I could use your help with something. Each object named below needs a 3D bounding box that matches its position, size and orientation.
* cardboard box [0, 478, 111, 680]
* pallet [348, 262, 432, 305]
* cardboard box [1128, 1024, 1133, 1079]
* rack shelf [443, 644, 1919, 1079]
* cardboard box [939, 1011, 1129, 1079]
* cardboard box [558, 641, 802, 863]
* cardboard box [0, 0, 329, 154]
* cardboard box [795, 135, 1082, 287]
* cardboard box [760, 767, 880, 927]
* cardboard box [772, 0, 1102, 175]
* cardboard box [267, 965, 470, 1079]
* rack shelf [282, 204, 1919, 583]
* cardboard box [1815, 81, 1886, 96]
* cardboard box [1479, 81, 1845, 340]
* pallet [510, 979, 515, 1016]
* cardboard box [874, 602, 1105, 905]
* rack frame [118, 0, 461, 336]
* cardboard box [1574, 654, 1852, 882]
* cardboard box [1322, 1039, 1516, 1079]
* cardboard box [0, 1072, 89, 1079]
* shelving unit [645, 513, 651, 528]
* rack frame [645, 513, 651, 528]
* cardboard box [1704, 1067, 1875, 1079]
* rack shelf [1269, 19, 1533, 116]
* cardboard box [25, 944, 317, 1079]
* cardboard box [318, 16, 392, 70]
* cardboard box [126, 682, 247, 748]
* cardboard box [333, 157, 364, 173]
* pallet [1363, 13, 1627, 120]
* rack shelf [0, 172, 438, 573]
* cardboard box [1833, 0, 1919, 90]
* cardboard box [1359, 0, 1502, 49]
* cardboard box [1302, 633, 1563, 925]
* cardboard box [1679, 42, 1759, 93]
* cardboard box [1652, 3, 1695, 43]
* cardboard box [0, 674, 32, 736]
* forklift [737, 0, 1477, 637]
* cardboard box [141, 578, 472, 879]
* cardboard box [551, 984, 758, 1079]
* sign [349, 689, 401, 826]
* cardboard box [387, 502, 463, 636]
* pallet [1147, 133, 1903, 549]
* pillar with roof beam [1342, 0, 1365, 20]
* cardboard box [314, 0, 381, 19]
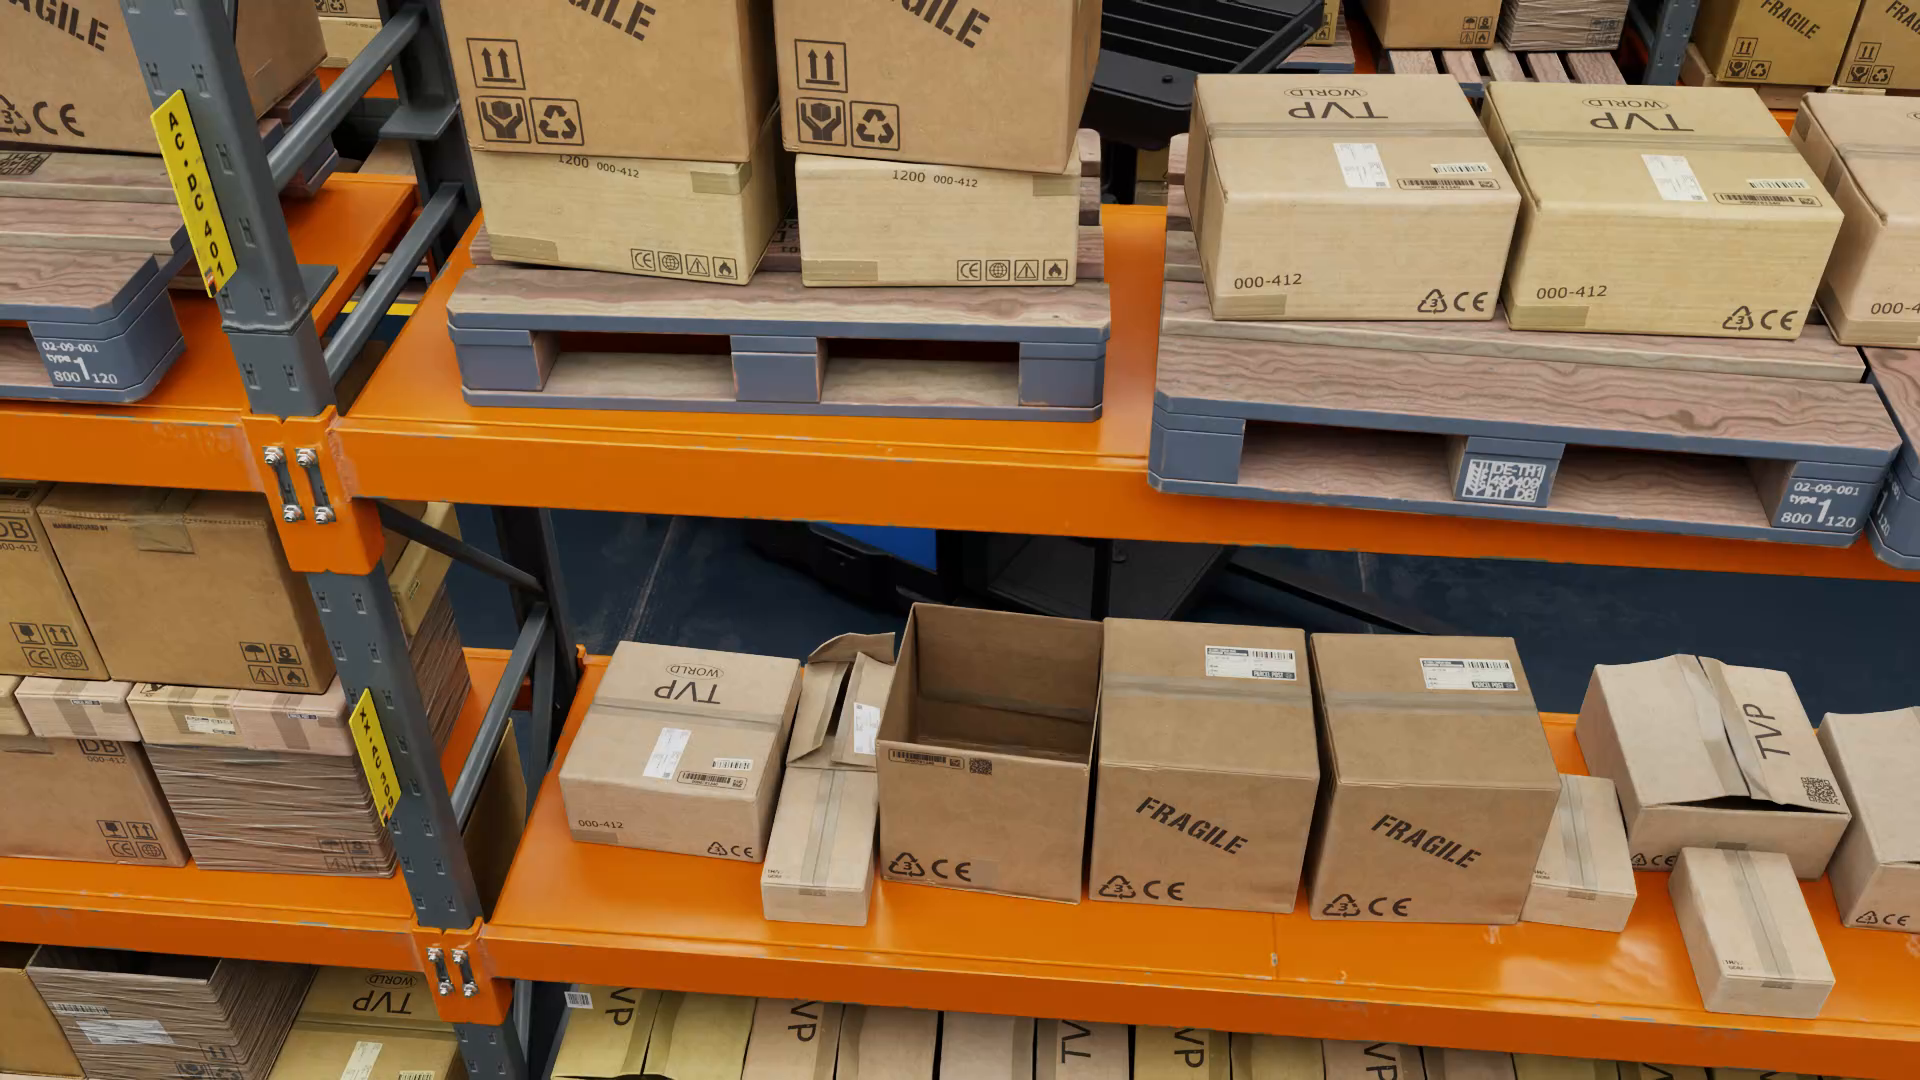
[{"bbox_3d":[-2.147,-0.104,3.895,0.500,0.500,0.700,3,39,4],"label":"cardboard box"},{"bbox_3d":[-2.668,-1.629,9.084,1.213,0.211,1.003,3,39,4],"label":"pallet"},{"bbox_3d":[0.712,1.649,4.693,0.500,0.250,0.500,4,39,5],"label":"cardboard box"},{"bbox_3d":[0.792,0.872,4.372,4.000,0.370,1.077,3,39,4],"label":"rack shelf"},{"bbox_3d":[0.203,1.408,4.546,0.500,0.311,0.500,2,39,2],"label":"cardboard box"},{"bbox_3d":[-0.707,0.542,4.327,0.500,0.250,0.500,5,39,7],"label":"cardboard box"},{"bbox_3d":[-1.680,-1.128,3.361,0.500,0.500,0.500,6,40,8],"label":"cardboard box"},{"bbox_3d":[-0.041,-0.716,3.163,0.500,0.250,0.500,0,39,-1],"label":"cardboard box"},{"bbox_3d":[-0.336,0.759,4.141,0.250,0.149,0.380,3,39,4],"label":"cardboard box"},{"bbox_3d":[-0.021,-1.000,2.918,0.500,0.500,0.500,7,40,8],"label":"cardboard box"},{"bbox_3d":[-1.682,1.500,4.876,0.500,0.250,0.500,3,39,4],"label":"cardboard box"},{"bbox_3d":[0.792,-0.291,3.425,4.000,0.370,1.077,3,39,4],"label":"rack shelf"},{"bbox_3d":[4.024,-2.073,7.604,0.250,0.149,0.380,4,39,5],"label":"cardboard box"},{"bbox_3d":[1.234,-0.611,3.034,0.500,0.250,0.500,2,39,3],"label":"cardboard box"},{"bbox_3d":[-1.990,1.496,5.245,1.213,0.211,1.003,3,39,4],"label":"pallet"},{"bbox_3d":[0.088,0.526,4.148,0.500,0.500,0.500,6,40,7],"label":"cardboard box"},{"bbox_3d":[-1.201,-1.842,2.385,0.127,3.000,1.000,3,39,4],"label":"rack frame"},{"bbox_3d":[1.910,0.566,4.249,0.500,0.311,0.500,3,39,3],"label":"cardboard box"},{"bbox_3d":[1.220,1.461,4.480,0.500,0.311,0.500,3,39,4],"label":"cardboard box"},{"bbox_3d":[-2.679,1.449,4.939,0.500,0.250,0.500,3,39,4],"label":"cardboard box"},{"bbox_3d":[-1.159,-0.630,7.074,0.503,1.200,0.258,-9,40,-11],"label":"shelving unit"},{"bbox_3d":[-1.395,-0.593,7.028,0.015,1.200,0.240,-9,40,-11],"label":"rack frame"},{"bbox_3d":[2.241,1.515,4.414,0.500,0.311,0.500,4,39,5],"label":"cardboard box"},{"bbox_3d":[1.215,-2.243,8.200,4.000,0.370,1.077,3,39,4],"label":"rack shelf"},{"bbox_3d":[-2.179,1.175,4.682,0.500,0.500,0.500,3,39,4],"label":"cardboard box"},{"bbox_3d":[-2.775,-2.493,8.039,0.500,0.250,0.500,3,39,4],"label":"cardboard box"},{"bbox_3d":[-1.737,0.299,3.913,0.250,0.149,0.380,2,39,3],"label":"cardboard box"},{"bbox_3d":[-3.513,-1.852,8.930,0.500,0.311,0.500,6,40,8],"label":"cardboard box"},{"bbox_3d":[2.489,-2.311,7.865,1.003,0.211,1.213,3,39,4],"label":"pallet"},{"bbox_3d":[-3.194,-0.509,3.693,4.000,0.370,1.077,3,39,4],"label":"rack shelf"},{"bbox_3d":[4.191,-2.353,7.435,0.500,0.500,0.500,4,39,5],"label":"cardboard box"},{"bbox_3d":[2.180,-2.656,7.709,0.500,0.500,0.700,0,39,0],"label":"cardboard box"},{"bbox_3d":[1.111,0.582,4.079,0.500,0.500,0.500,1,39,1],"label":"cardboard box"},{"bbox_3d":[3.516,-2.160,7.711,0.250,0.149,0.380,3,39,3],"label":"cardboard box"},{"bbox_3d":[3.554,-2.467,8.088,0.250,0.149,0.380,4,39,5],"label":"cardboard box"},{"bbox_3d":[-2.259,0.273,3.946,0.250,0.149,0.380,3,39,4],"label":"cardboard box"},{"bbox_3d":[0.560,-0.893,6.026,3.031,2.935,1.130,21,44,24],"label":"forklift"},{"bbox_3d":[-1.644,0.425,4.272,0.500,0.500,0.700,2,39,3],"label":"cardboard box"},{"bbox_3d":[-0.811,1.350,4.617,0.500,0.311,0.500,3,39,4],"label":"cardboard box"},{"bbox_3d":[-1.247,0.467,3.551,0.005,0.325,0.100,3,39,4],"label":"sign"},{"bbox_3d":[-1.452,0.058,4.210,0.250,0.149,0.380,3,39,4],"label":"cardboard box"},{"bbox_3d":[0.986,-0.428,3.173,1.213,0.211,1.003,5,39,6],"label":"pallet"},{"bbox_3d":[1.616,-2.647,3.374,0.400,9.000,9.100,3,39,4],"label":"pillar with roof beam"},{"bbox_3d":[-2.792,-2.789,7.809,0.500,0.500,0.500,4,39,5],"label":"cardboard box"}]
